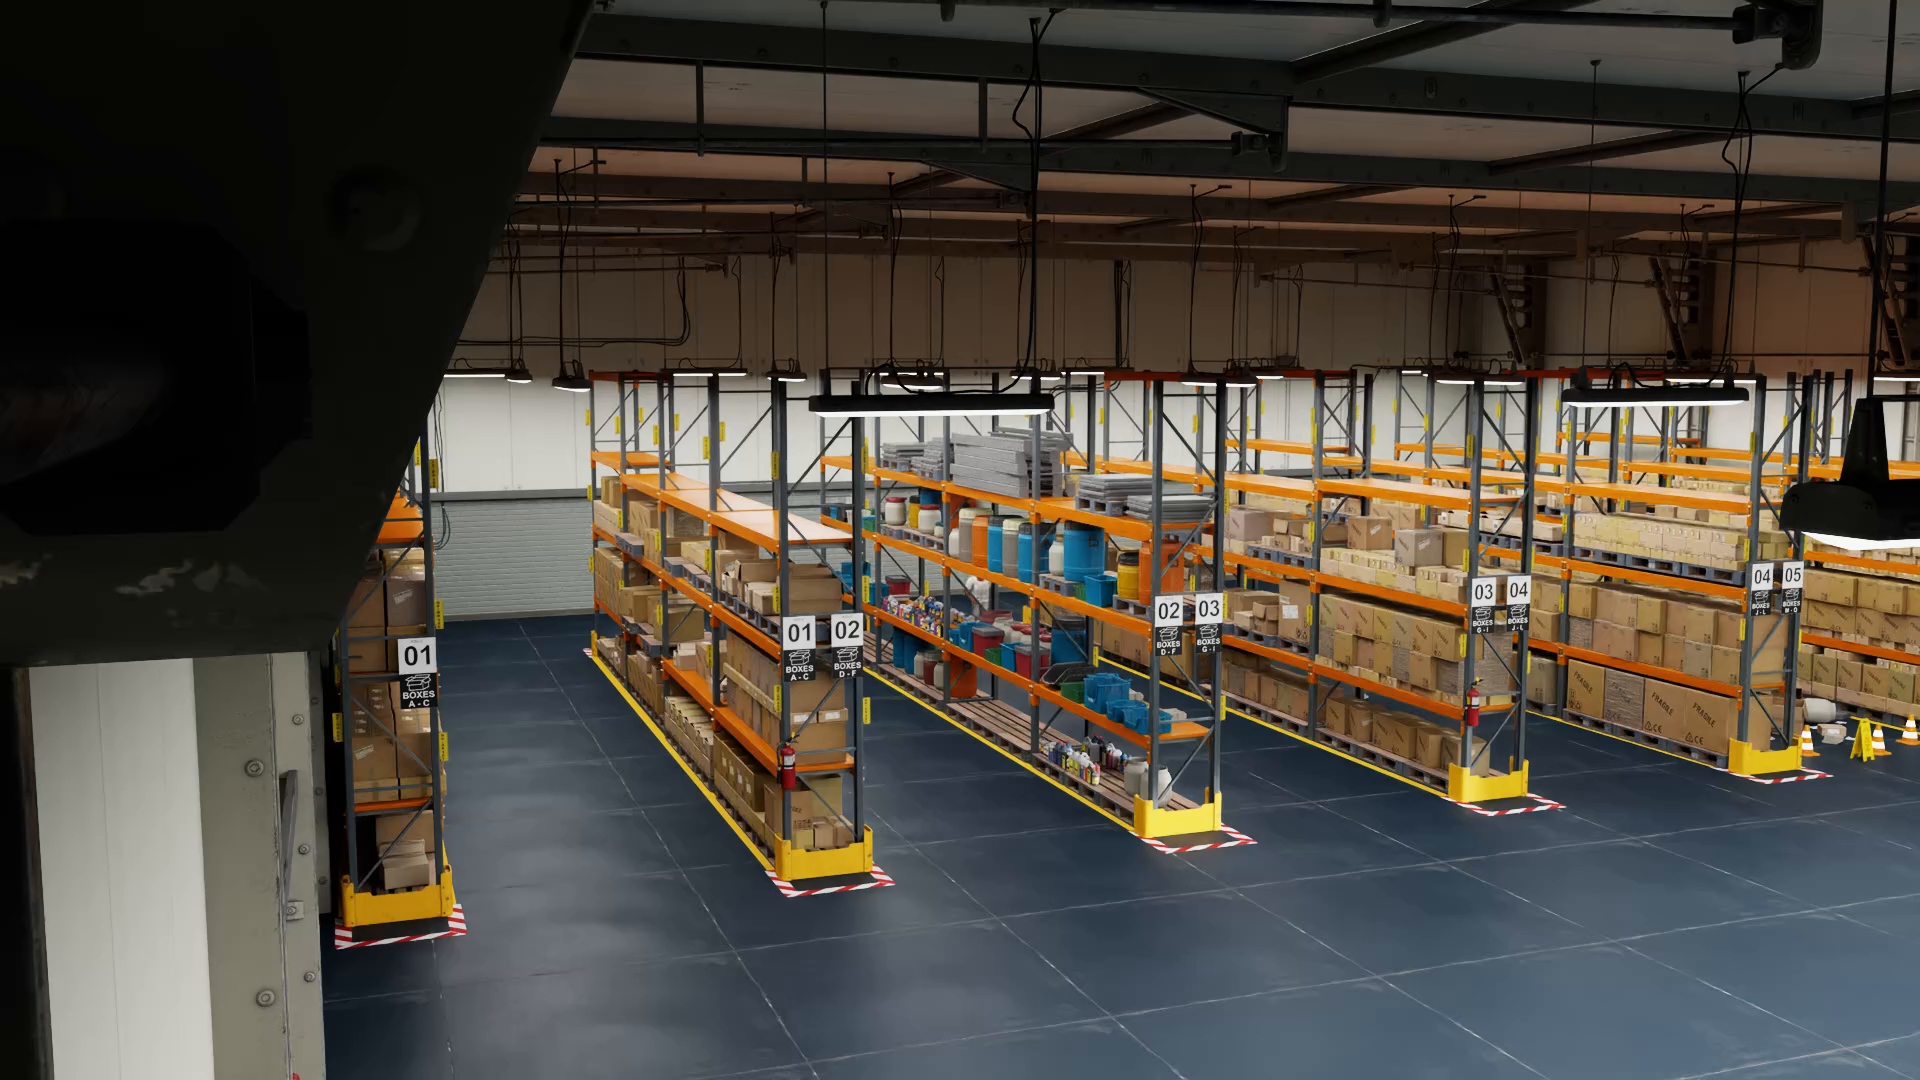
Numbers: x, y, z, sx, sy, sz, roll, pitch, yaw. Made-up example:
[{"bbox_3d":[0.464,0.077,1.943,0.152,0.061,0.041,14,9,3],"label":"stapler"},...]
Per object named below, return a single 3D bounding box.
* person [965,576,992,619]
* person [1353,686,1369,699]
[{"bbox_3d":[0.455,1.354,37.194,0.740,1.669,0.687,-1,7,-12],"label":"person"},{"bbox_3d":[7.346,2.083,30.412,0.645,1.848,0.618,-2,7,-17],"label":"person"}]
